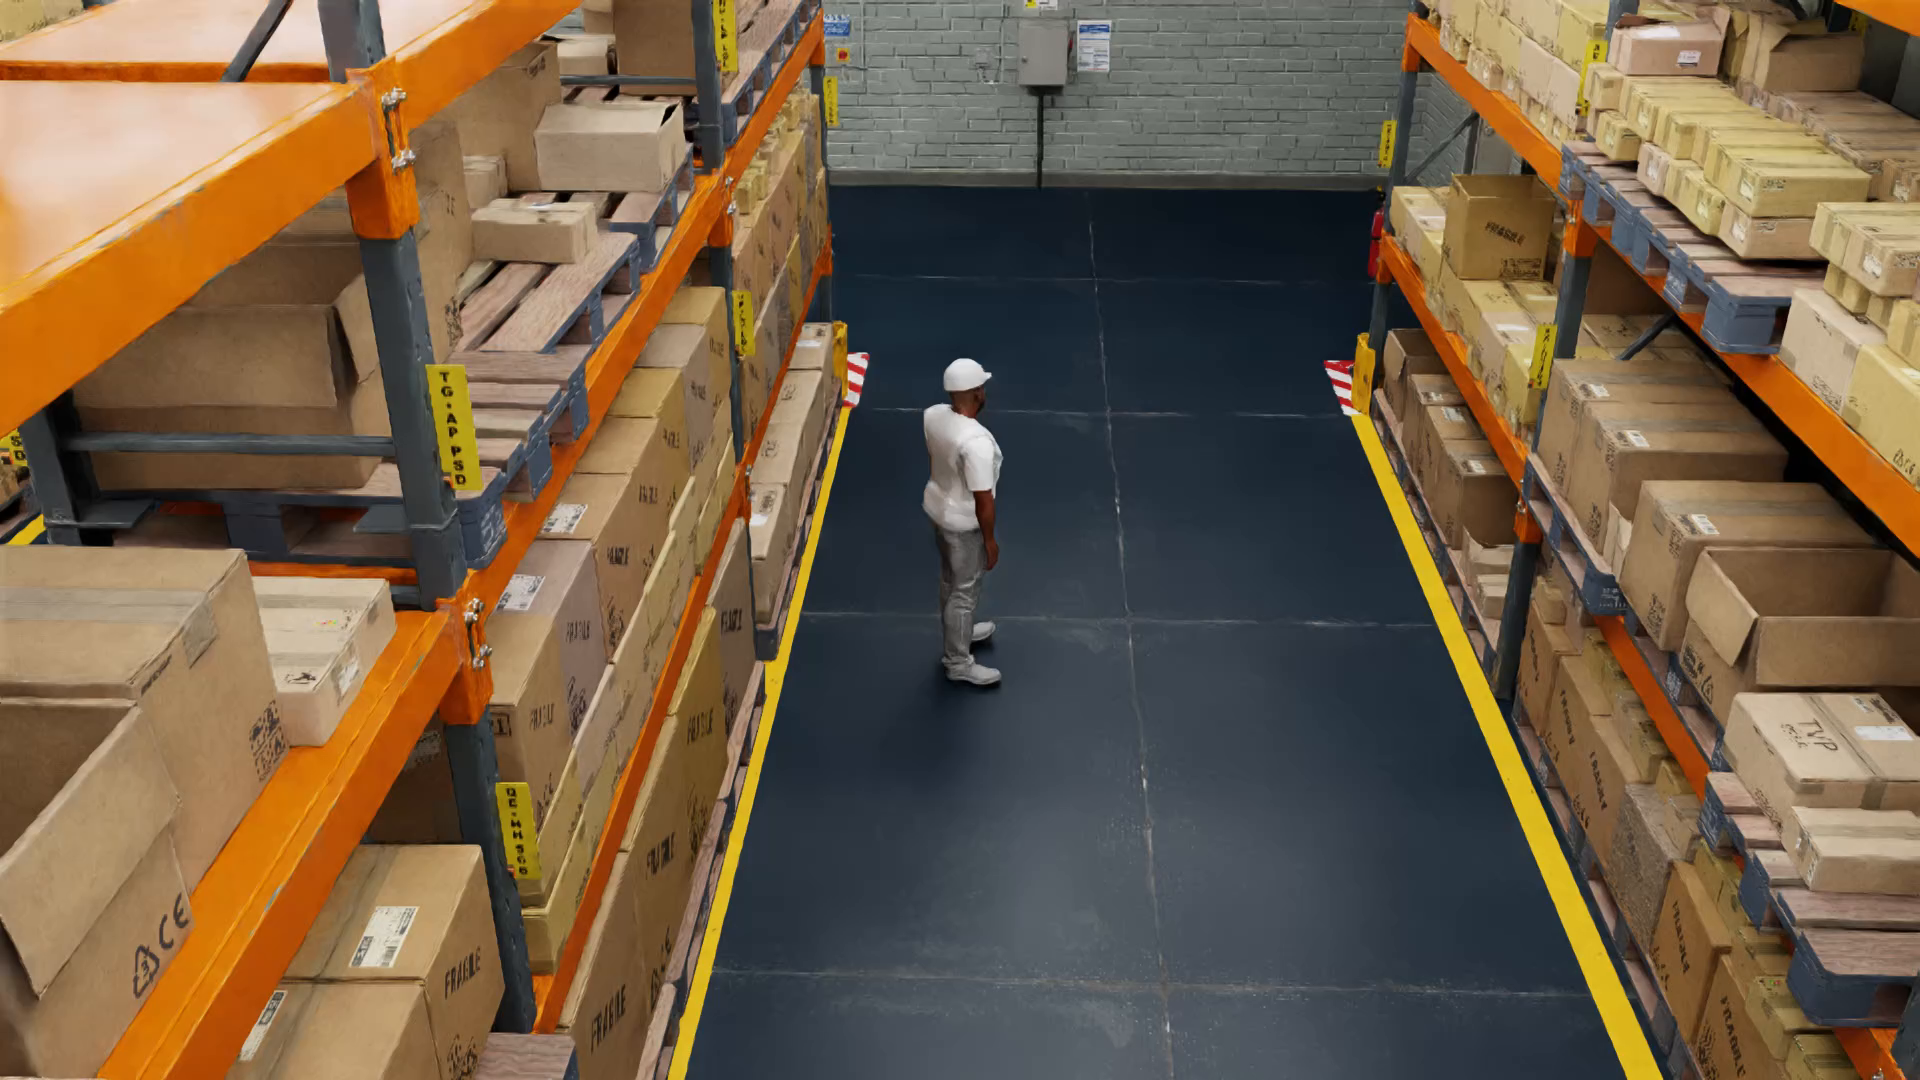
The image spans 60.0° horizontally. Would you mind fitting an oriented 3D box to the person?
[{"bbox_3d":[0.058,-0.133,8.786,0.462,1.766,0.648,-14,31,-24],"label":"person"}]
